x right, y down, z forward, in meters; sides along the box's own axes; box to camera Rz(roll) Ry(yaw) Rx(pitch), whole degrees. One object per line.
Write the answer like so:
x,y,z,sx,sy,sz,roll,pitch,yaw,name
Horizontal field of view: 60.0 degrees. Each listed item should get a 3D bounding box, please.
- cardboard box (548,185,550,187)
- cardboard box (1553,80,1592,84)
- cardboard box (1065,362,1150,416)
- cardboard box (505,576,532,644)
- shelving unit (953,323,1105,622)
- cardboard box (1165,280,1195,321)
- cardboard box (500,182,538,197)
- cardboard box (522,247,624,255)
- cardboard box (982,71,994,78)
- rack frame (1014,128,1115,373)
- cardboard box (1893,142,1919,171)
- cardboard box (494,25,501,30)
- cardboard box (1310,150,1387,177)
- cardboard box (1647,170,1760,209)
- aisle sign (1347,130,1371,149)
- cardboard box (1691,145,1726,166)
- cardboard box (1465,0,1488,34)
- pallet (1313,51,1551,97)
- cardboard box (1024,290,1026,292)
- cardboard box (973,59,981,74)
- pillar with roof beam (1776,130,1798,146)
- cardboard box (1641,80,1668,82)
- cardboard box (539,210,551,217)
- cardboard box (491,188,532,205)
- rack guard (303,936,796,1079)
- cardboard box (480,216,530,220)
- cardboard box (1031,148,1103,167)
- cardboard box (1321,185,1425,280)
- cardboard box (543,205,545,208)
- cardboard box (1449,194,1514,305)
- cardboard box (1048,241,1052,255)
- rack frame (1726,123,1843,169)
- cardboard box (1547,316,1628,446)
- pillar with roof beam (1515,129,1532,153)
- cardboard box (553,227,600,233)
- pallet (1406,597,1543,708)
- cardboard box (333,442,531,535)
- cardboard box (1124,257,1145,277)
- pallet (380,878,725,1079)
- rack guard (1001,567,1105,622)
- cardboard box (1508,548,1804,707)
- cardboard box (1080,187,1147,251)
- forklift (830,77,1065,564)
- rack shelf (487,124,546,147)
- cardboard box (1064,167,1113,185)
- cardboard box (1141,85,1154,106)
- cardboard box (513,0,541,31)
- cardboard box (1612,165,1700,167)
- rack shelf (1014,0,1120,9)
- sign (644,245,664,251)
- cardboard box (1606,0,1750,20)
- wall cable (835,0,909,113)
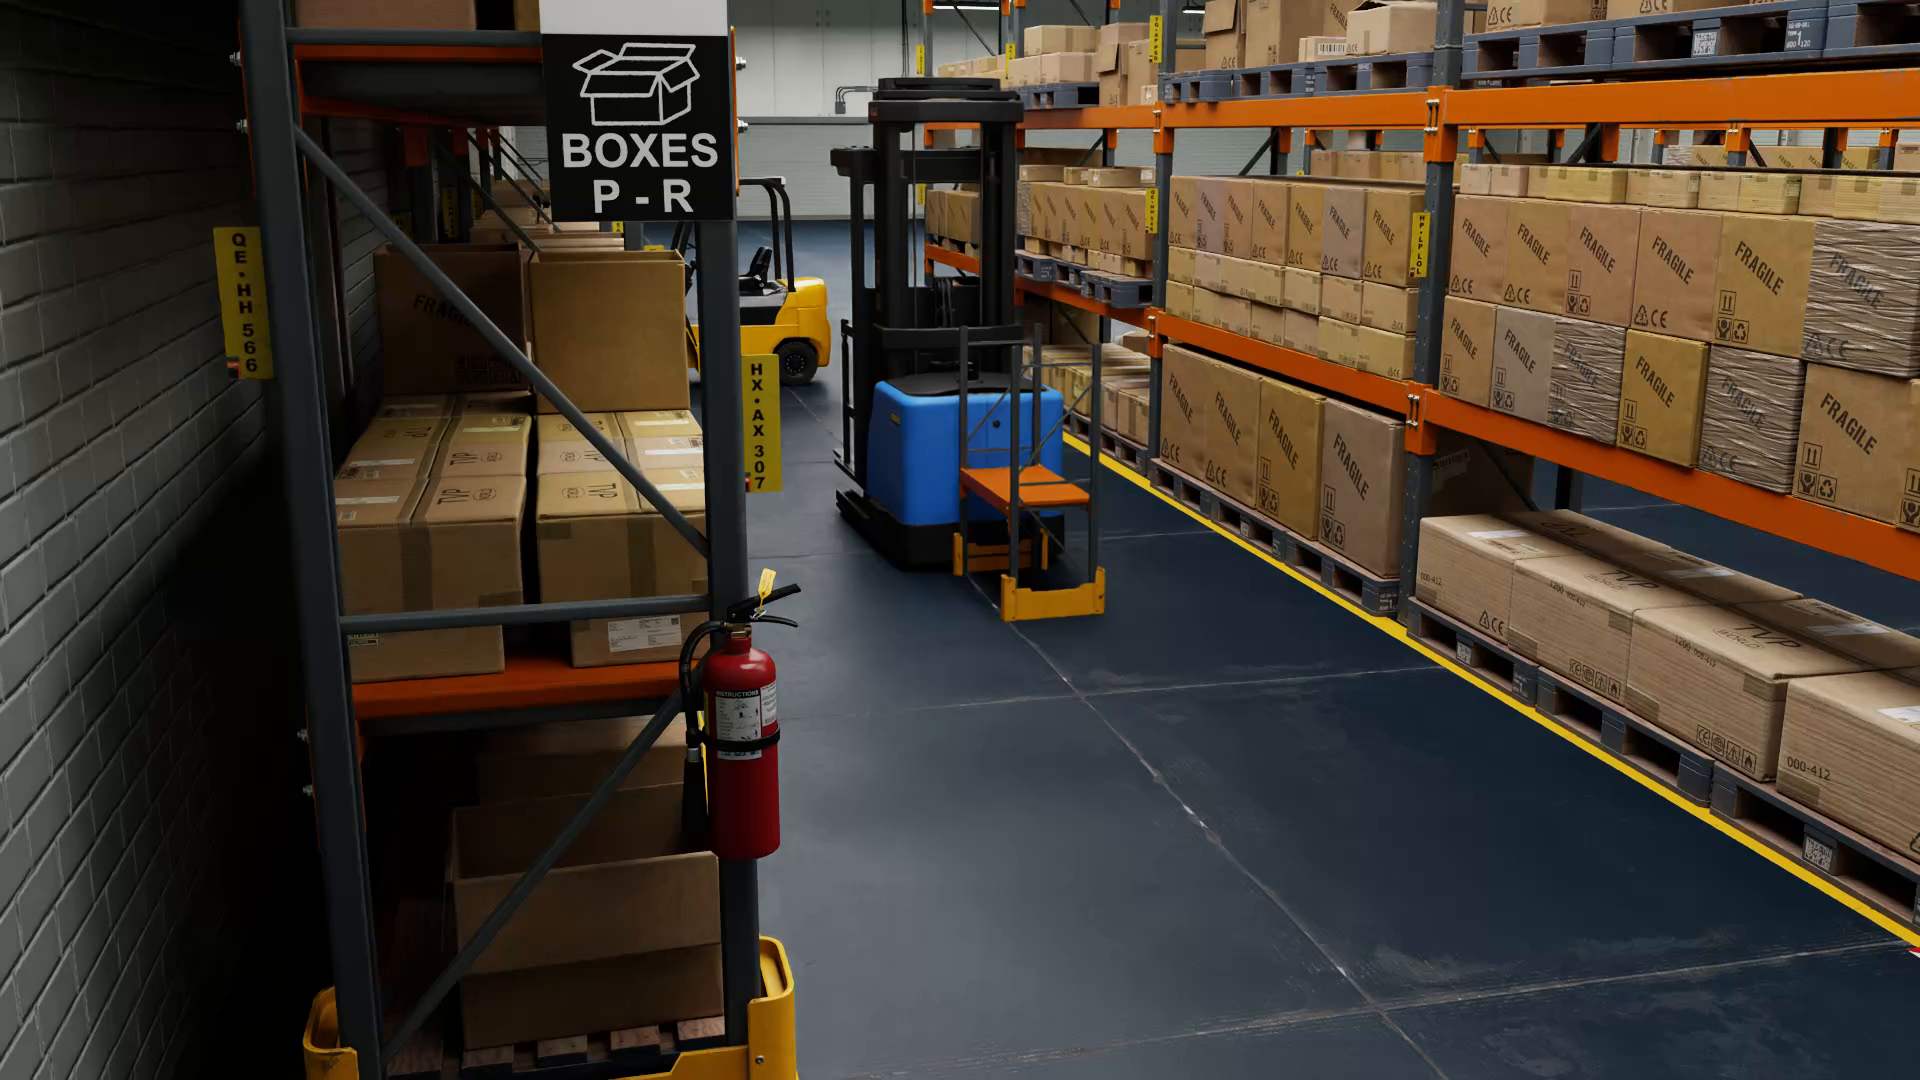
-3.869,-3.424,16.419,0.380,0.149,0.250,-4,14,-14,cardboard box
5.872,-4.416,15.795,0.380,0.149,0.250,-3,14,-13,cardboard box
1.470,-1.347,14.773,0.950,0.372,0.625,-3,14,-11,cardboard box
-1.337,0.178,4.408,0.380,0.149,0.250,-3,14,-12,cardboard box
0.380,-0.421,9.488,0.587,1.500,1.083,-4,14,-15,shelving unit
1.817,-1.744,12.062,0.500,0.250,0.500,-4,14,-14,cardboard box
-4.650,-3.691,17.510,0.380,0.149,0.250,-3,14,-11,cardboard box
-1.955,-1.240,8.585,0.700,0.500,0.500,-3,14,-13,cardboard box
0.523,-4.599,16.799,0.500,0.250,0.500,-4,14,-14,cardboard box
1.008,-2.867,16.340,1.000,3.000,0.127,-3,14,-13,rack frame
10.691,-3.723,17.698,1.000,1.000,1.000,-3,14,-13,cardboard box
-1.864,-1.907,5.783,0.500,0.250,0.500,-4,14,-14,cardboard box
4.906,-4.598,20.837,0.875,0.550,0.550,-3,14,-13,cardboard box
3.048,-1.431,6.779,0.380,0.149,0.250,-3,14,-13,cardboard box
5.131,-5.385,21.169,0.394,0.787,0.004,-3,14,-13,aisle sign
9.676,-4.763,21.157,0.500,0.500,0.500,-3,14,-13,cardboard box
2.961,-2.950,9.267,0.500,0.500,0.500,-4,14,-14,cardboard box
2.623,-2.594,9.307,0.805,0.209,1.217,-4,14,-15,pallet
0.874,-2.493,18.139,0.500,0.500,0.500,-3,14,-10,cardboard box
0.351,-4.946,17.379,0.380,0.149,0.250,-3,14,-13,cardboard box
16.739,-11.884,40.607,9.100,9.000,0.400,-3,14,-13,pillar with roof beam
6.540,-4.323,15.072,0.500,0.311,0.500,-4,14,-14,cardboard box
-3.436,-2.768,14.361,0.380,0.149,0.250,-3,14,-13,cardboard box
-4.204,-3.214,15.559,0.380,0.149,0.250,-4,14,-15,cardboard box
-1.016,1.376,4.242,1.175,0.500,0.348,-3,14,-13,rack guard
-3.630,-2.505,13.284,0.380,0.149,0.250,-3,14,-13,cardboard box
1.115,-3.659,16.639,0.700,0.500,0.500,-3,14,-14,cardboard box
2.409,-1.763,9.507,0.500,0.500,0.500,-3,14,-12,cardboard box
-4.106,-3.454,17.167,0.380,0.149,0.250,-3,14,-14,cardboard box
2.763,-1.432,8.151,0.500,0.500,0.500,-3,14,-13,cardboard box
1.021,-2.684,15.238,0.380,0.149,0.250,-2,14,-10,cardboard box
6.735,-2.243,13.788,1.000,3.000,0.127,-3,14,-13,rack frame
2.967,-0.715,7.324,0.500,0.500,0.500,-3,14,-13,cardboard box
13.920,-14.652,51.938,9.100,9.000,0.548,-3,14,-13,pillar with roof beam
-2.666,-2.120,11.707,0.380,0.149,0.250,-3,14,-12,cardboard box
2.989,0.513,8.381,1.003,0.211,1.213,-3,14,-13,pallet
-1.484,-0.103,4.717,0.500,0.250,0.500,-3,14,-13,cardboard box
1.508,-2.146,13.036,0.380,0.149,0.250,-3,14,-12,cardboard box
-1.204,1.333,5.029,1.003,0.211,1.213,-3,14,-13,pallet
0.514,0.300,9.171,0.587,0.250,0.087,-4,14,-15,rack guard
3.140,0.377,7.578,0.875,0.438,0.875,-4,14,-15,cardboard box
1.318,-2.665,13.794,0.500,0.500,0.500,-4,14,-17,cardboard box
-0.241,-1.583,11.231,1.130,2.935,3.031,-4,14,-15,forklift
-4.286,-4.158,16.822,1.077,0.370,4.000,-3,14,-13,rack shelf
1.130,-3.206,14.639,0.380,0.149,0.250,-2,14,-10,cardboard box
1.603,-3.397,12.720,0.380,0.149,0.250,-3,14,-13,cardboard box
-0.847,-1.242,3.901,0.380,0.149,0.250,-3,14,-12,cardboard box
3.274,-1.692,7.849,0.380,0.149,0.250,-3,14,-13,cardboard box
1.477,-4.776,13.873,1.077,0.370,4.000,-3,14,-13,rack shelf
-1.412,-1.196,7.679,0.100,0.325,0.005,-3,14,-13,sign
3.234,-2.472,7.090,0.797,0.503,0.637,-2,14,-9,cardboard box
-2.689,-16.067,50.565,2.305,6.003,0.169,-3,14,-13,wall cable
